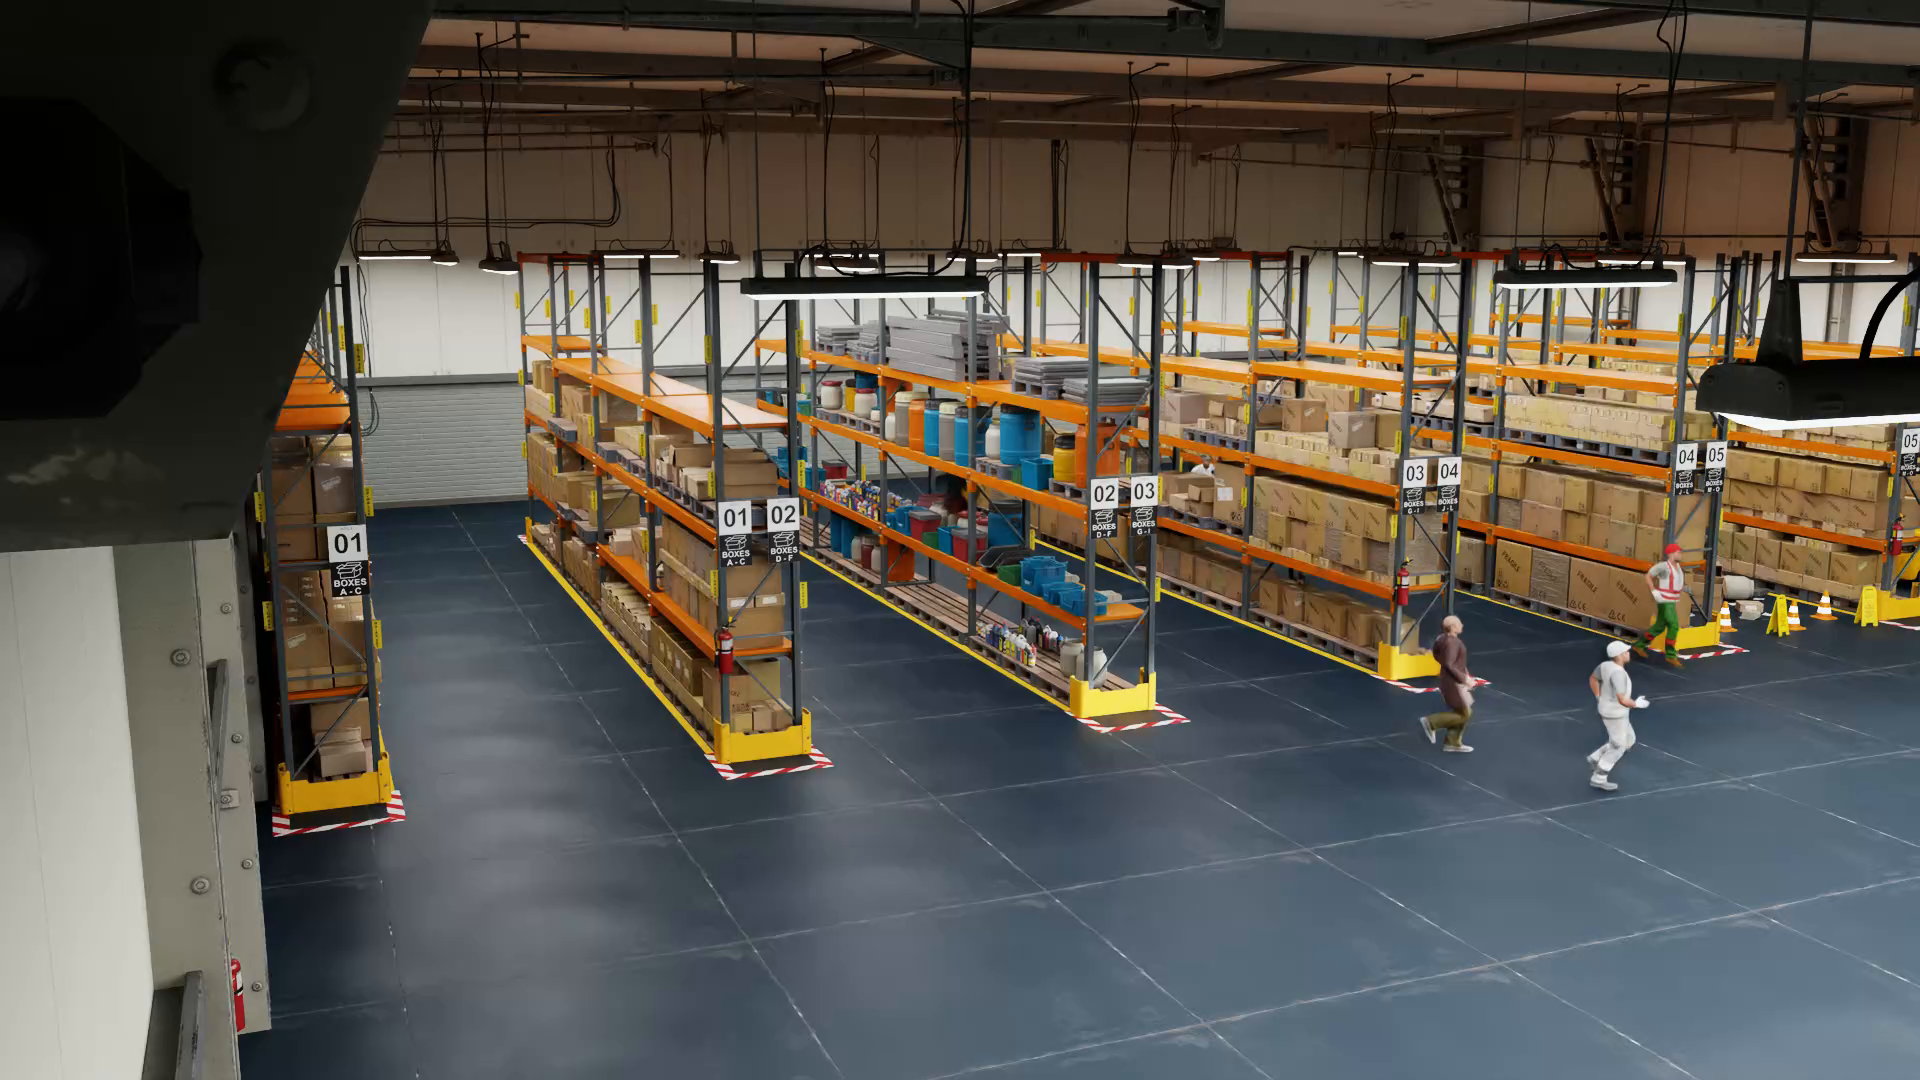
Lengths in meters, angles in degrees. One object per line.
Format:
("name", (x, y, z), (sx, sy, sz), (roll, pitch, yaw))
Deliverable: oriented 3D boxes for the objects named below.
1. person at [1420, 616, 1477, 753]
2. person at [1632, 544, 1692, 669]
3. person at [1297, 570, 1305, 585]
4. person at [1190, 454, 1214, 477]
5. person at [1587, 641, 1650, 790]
("person", (6.024, 1.780, 20.525), (0.692, 1.733, 0.709), (0, 10, 3))
("person", (10.590, 0.952, 24.921), (0.817, 1.809, 0.664), (10, 14, 42))
("person", (6.309, 0.020, 30.246), (0.697, 1.679, 0.597), (-6, 12, -32))
("person", (5.239, -1.023, 35.968), (0.665, 1.774, 0.960), (-4, 11, -23))
("person", (7.584, 2.017, 19.129), (0.604, 1.751, 0.657), (2, 11, 9))
